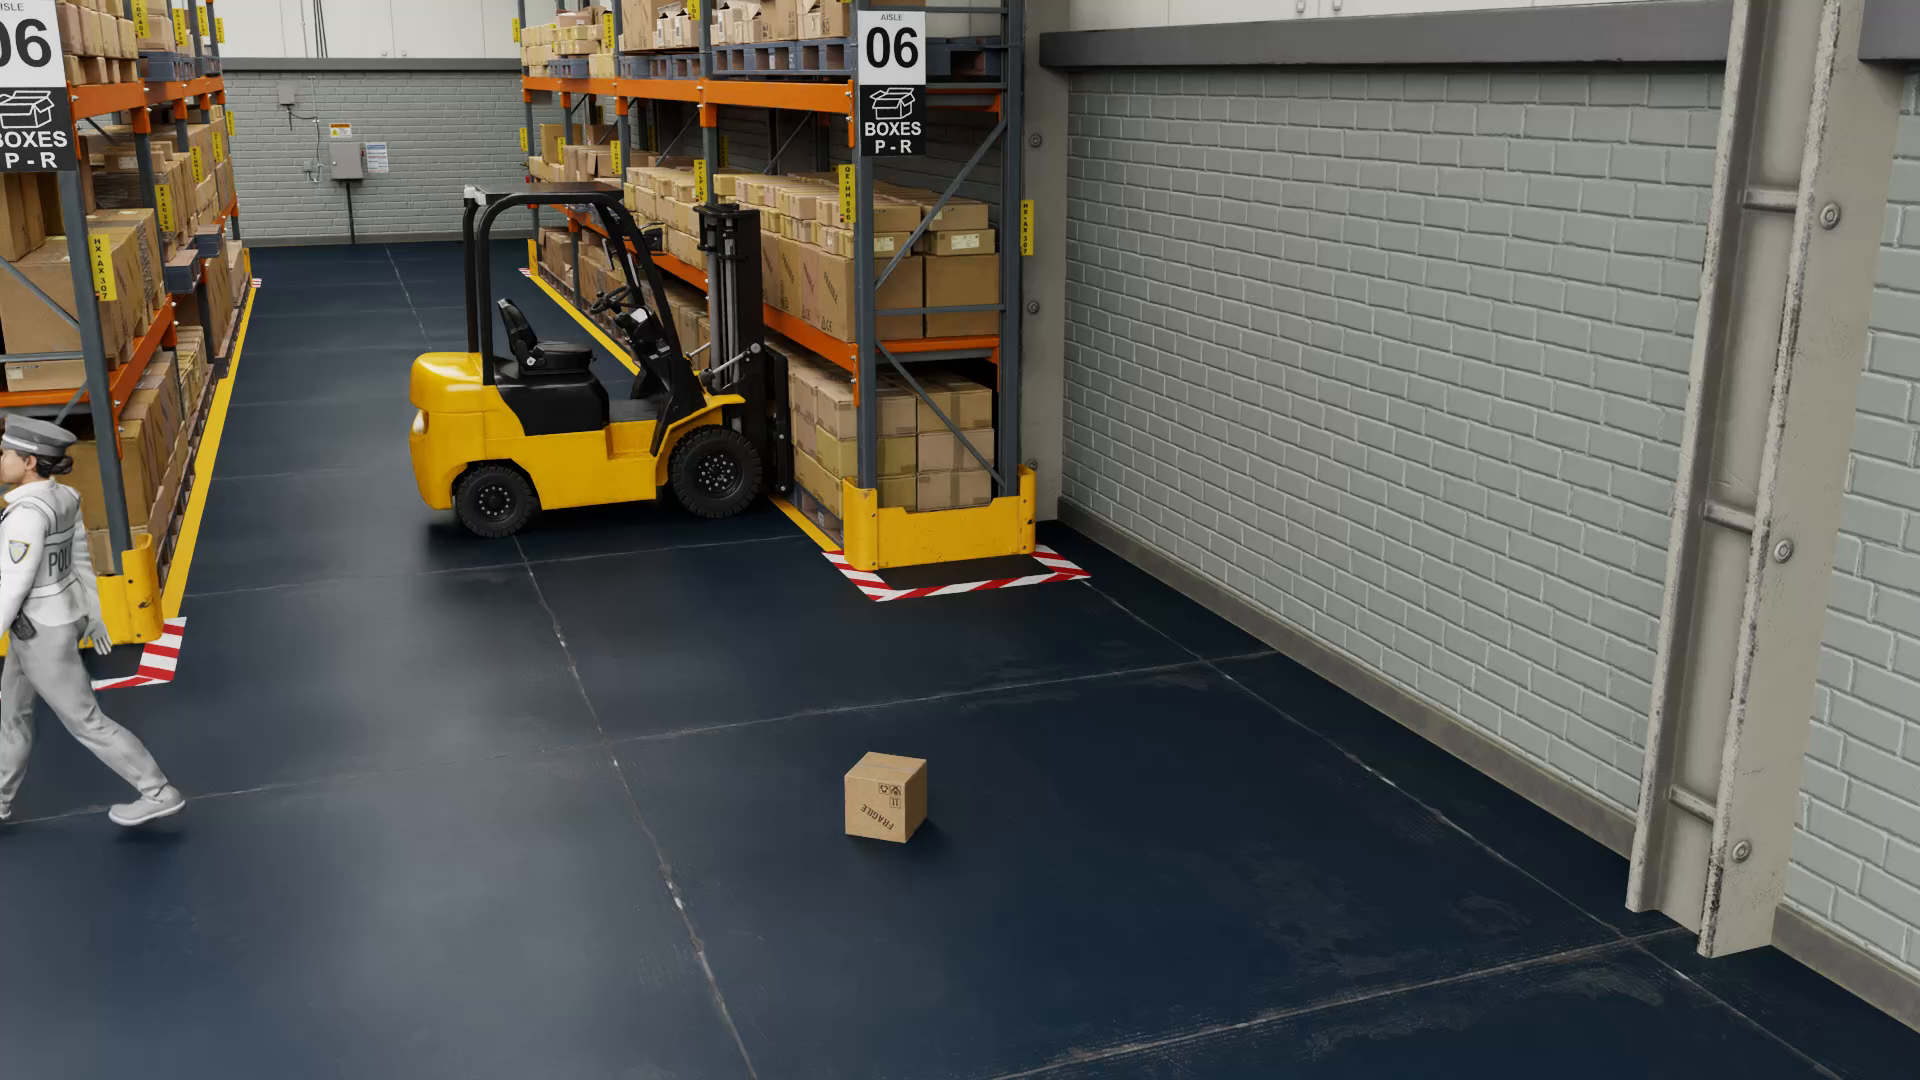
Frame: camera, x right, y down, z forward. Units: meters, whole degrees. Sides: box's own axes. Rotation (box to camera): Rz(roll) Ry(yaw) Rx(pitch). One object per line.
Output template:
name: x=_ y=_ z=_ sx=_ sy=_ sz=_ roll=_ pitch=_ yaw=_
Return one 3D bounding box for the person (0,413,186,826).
person: x=-3.531 y=0.328 z=6.295 sx=0.970 sy=1.635 sz=0.512 roll=-3 pitch=16 yaw=-11
